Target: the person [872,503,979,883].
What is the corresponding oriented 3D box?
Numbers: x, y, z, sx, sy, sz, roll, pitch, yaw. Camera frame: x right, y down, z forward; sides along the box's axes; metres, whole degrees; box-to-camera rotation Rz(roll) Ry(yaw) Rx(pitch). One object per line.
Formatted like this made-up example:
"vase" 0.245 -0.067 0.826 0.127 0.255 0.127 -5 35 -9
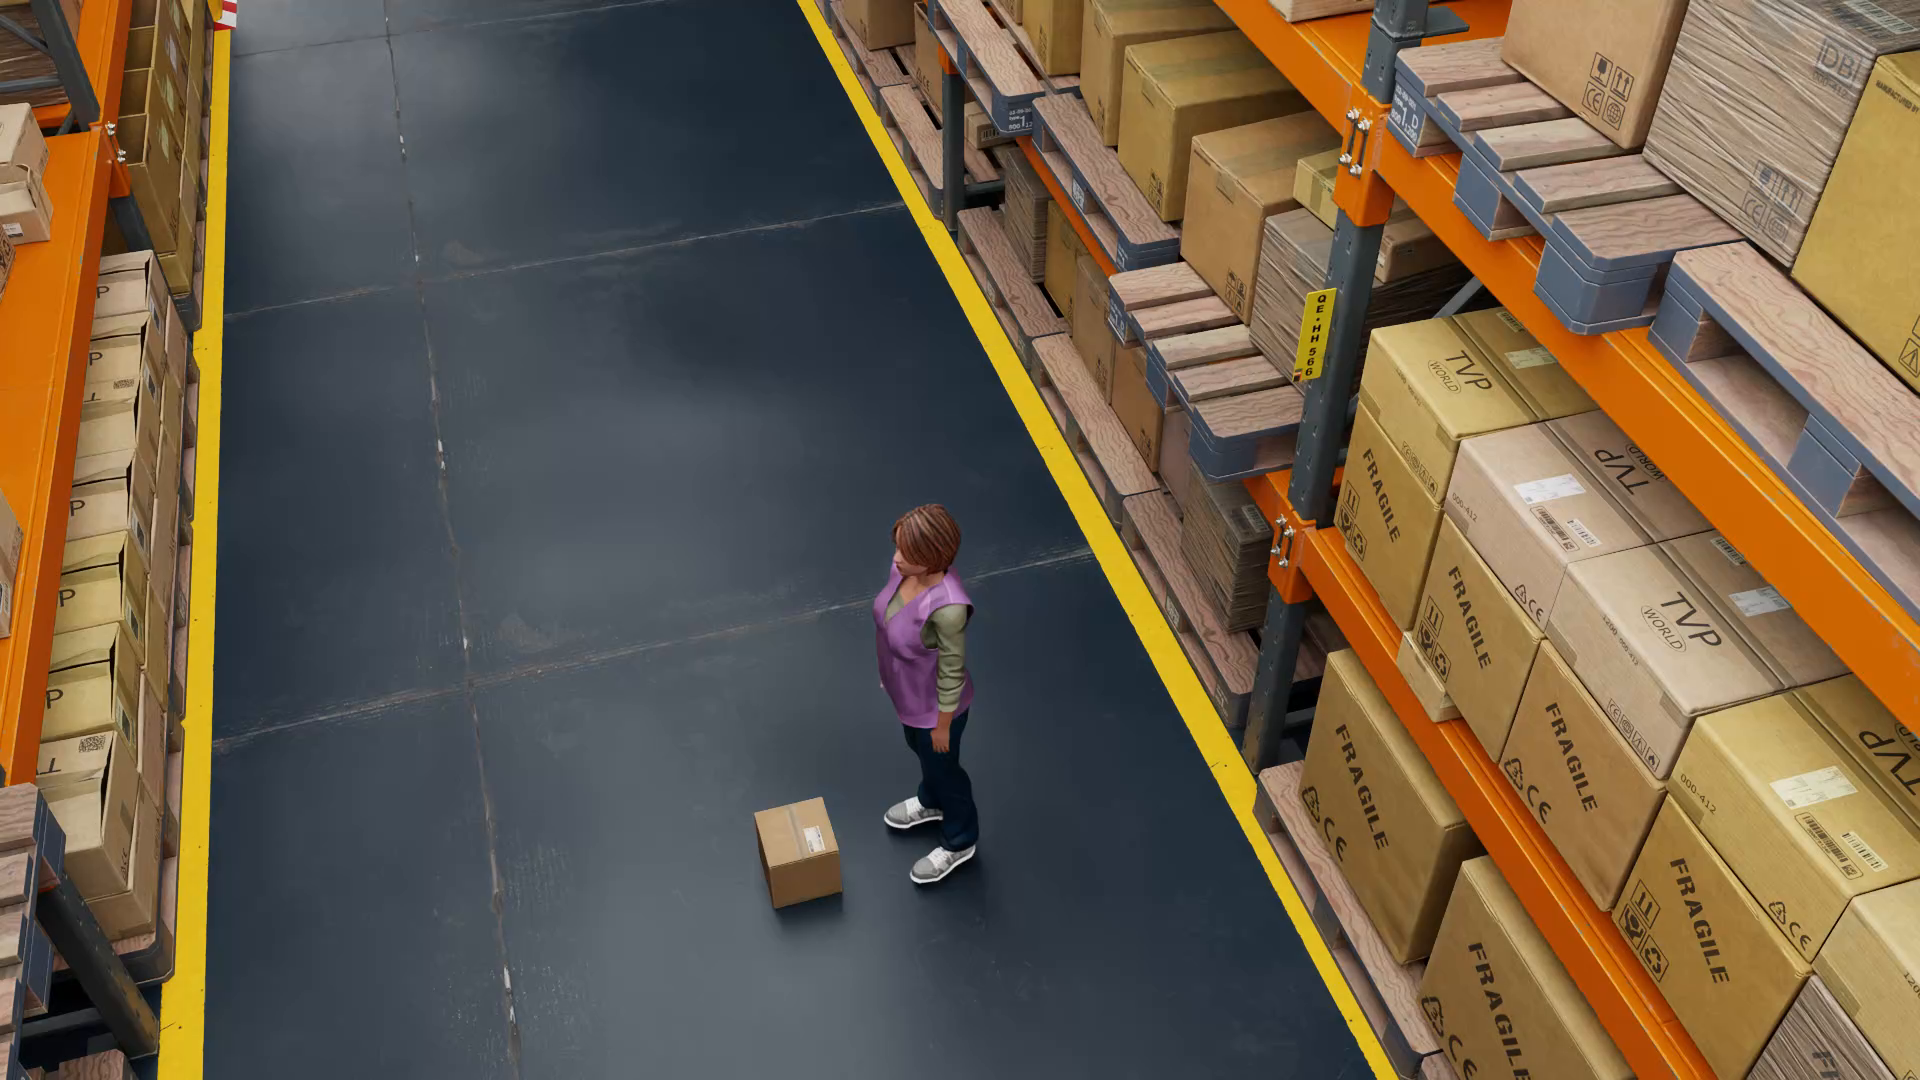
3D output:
"person" -0.106 0.518 5.579 0.312 1.610 0.415 -16 45 -16
